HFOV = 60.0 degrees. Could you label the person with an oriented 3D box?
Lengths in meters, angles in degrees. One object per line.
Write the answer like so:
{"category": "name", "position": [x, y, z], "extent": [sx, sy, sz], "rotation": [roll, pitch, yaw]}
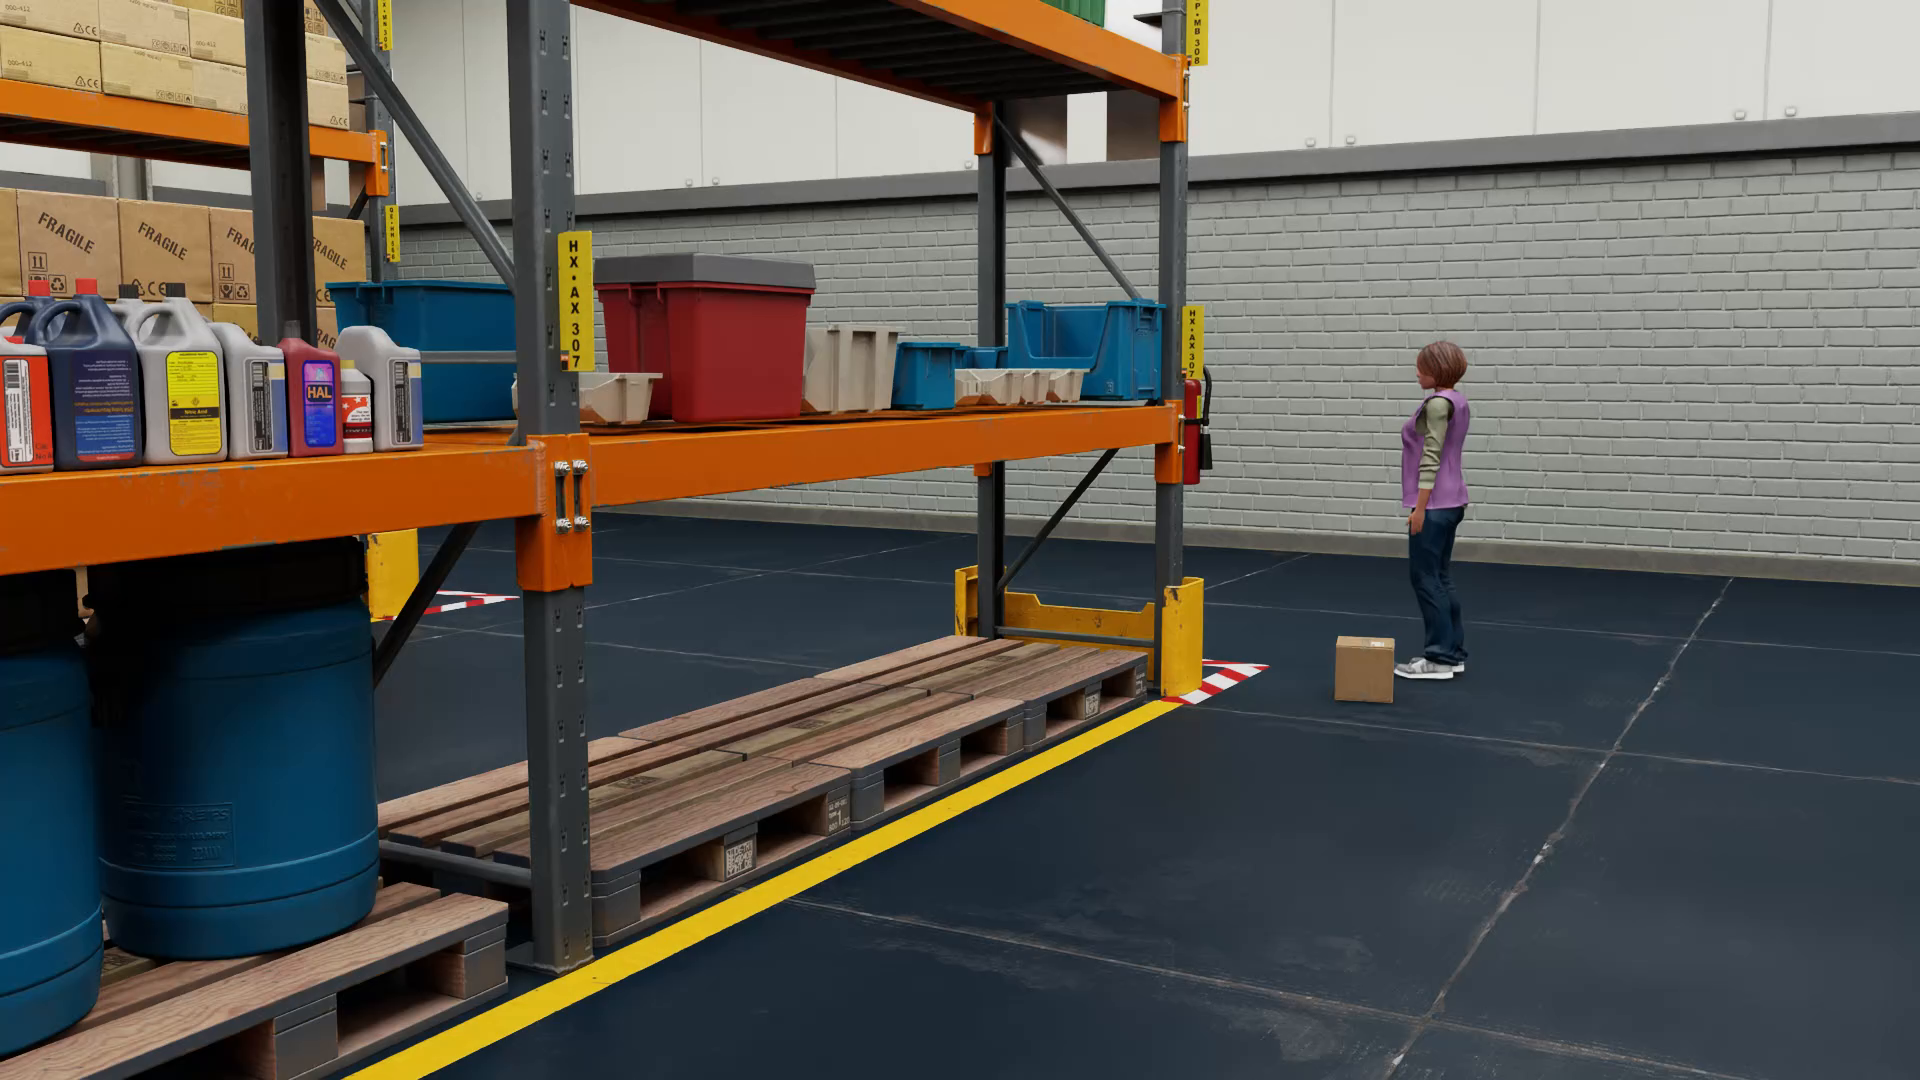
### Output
{"category": "person", "position": [2.247, -0.138, 7.872], "extent": [0.309, 1.597, 0.405], "rotation": [4, 7, 30]}
